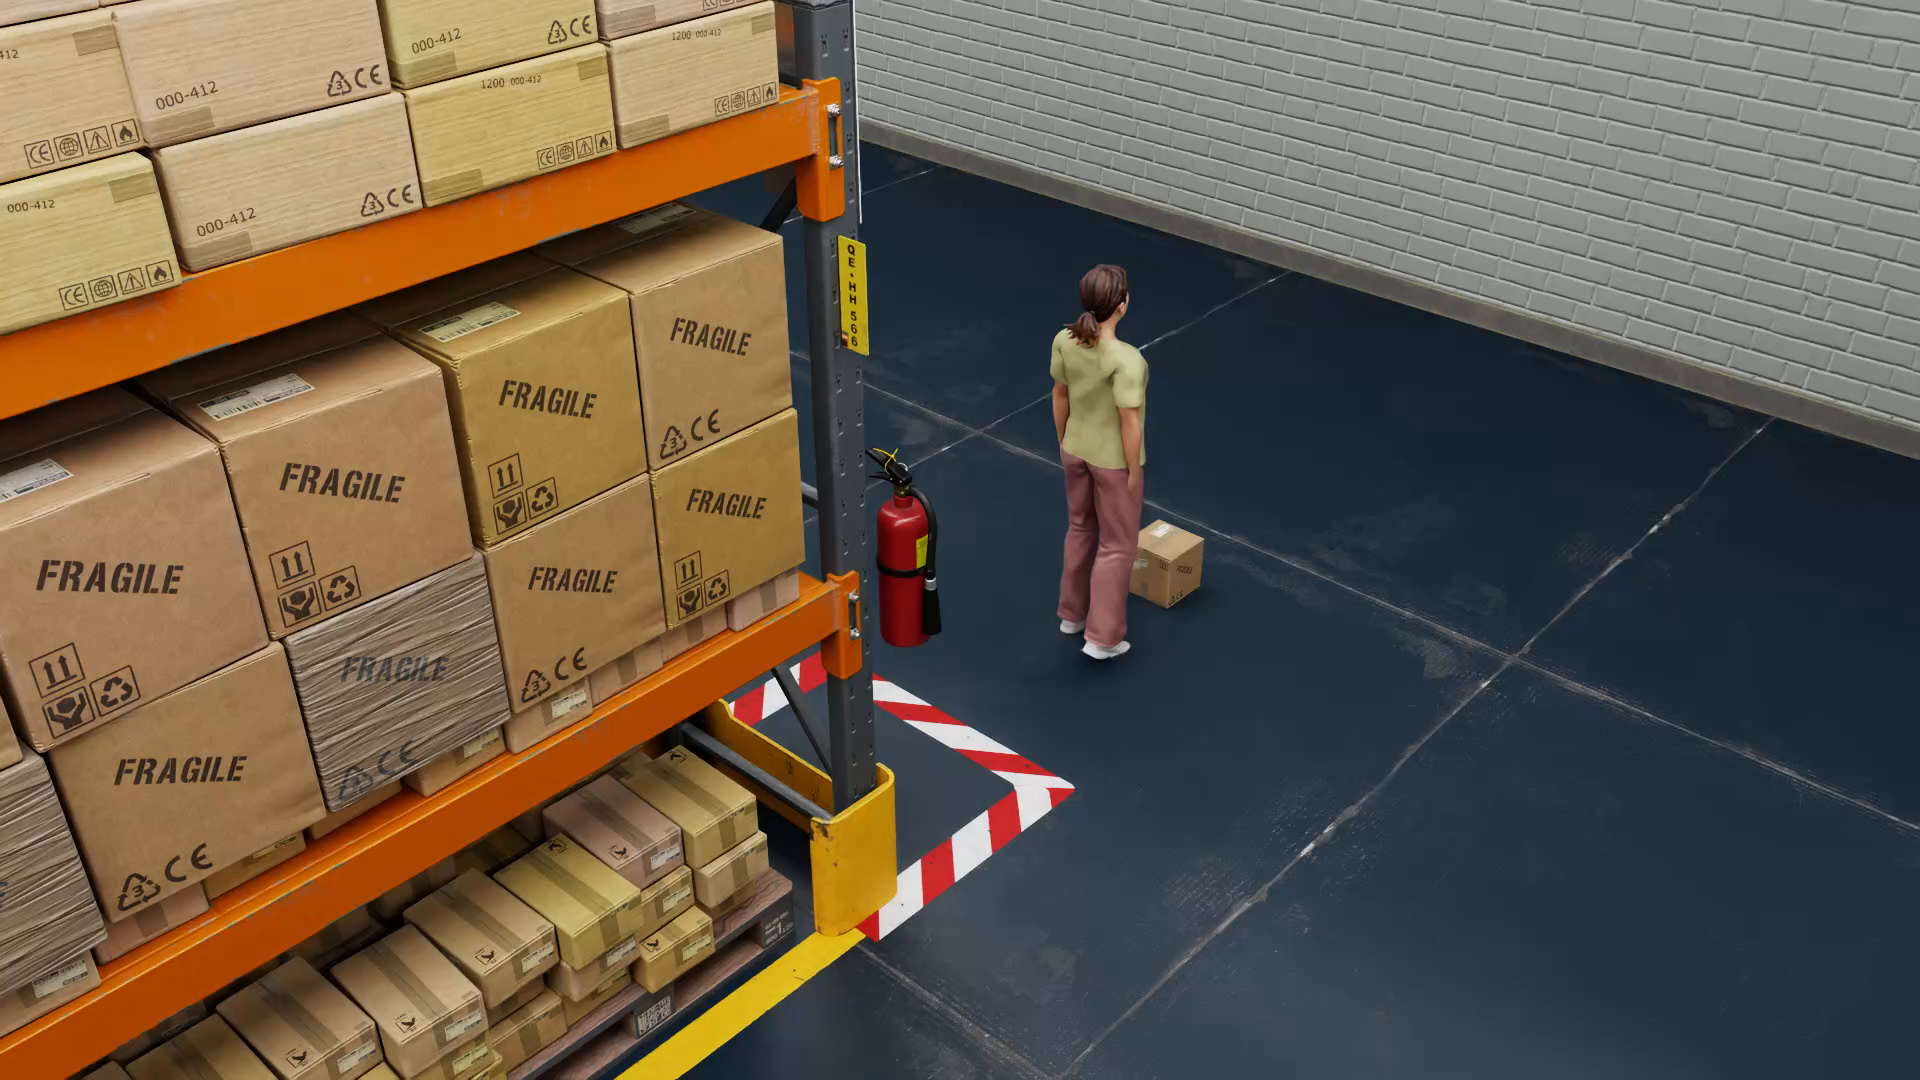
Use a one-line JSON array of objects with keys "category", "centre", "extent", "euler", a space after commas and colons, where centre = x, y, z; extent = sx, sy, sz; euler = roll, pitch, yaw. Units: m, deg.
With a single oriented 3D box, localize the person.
[{"category": "person", "centre": [0.566, -0.296, 6.683], "extent": [0.441, 1.731, 0.406], "euler": [26, 40, 36]}]
